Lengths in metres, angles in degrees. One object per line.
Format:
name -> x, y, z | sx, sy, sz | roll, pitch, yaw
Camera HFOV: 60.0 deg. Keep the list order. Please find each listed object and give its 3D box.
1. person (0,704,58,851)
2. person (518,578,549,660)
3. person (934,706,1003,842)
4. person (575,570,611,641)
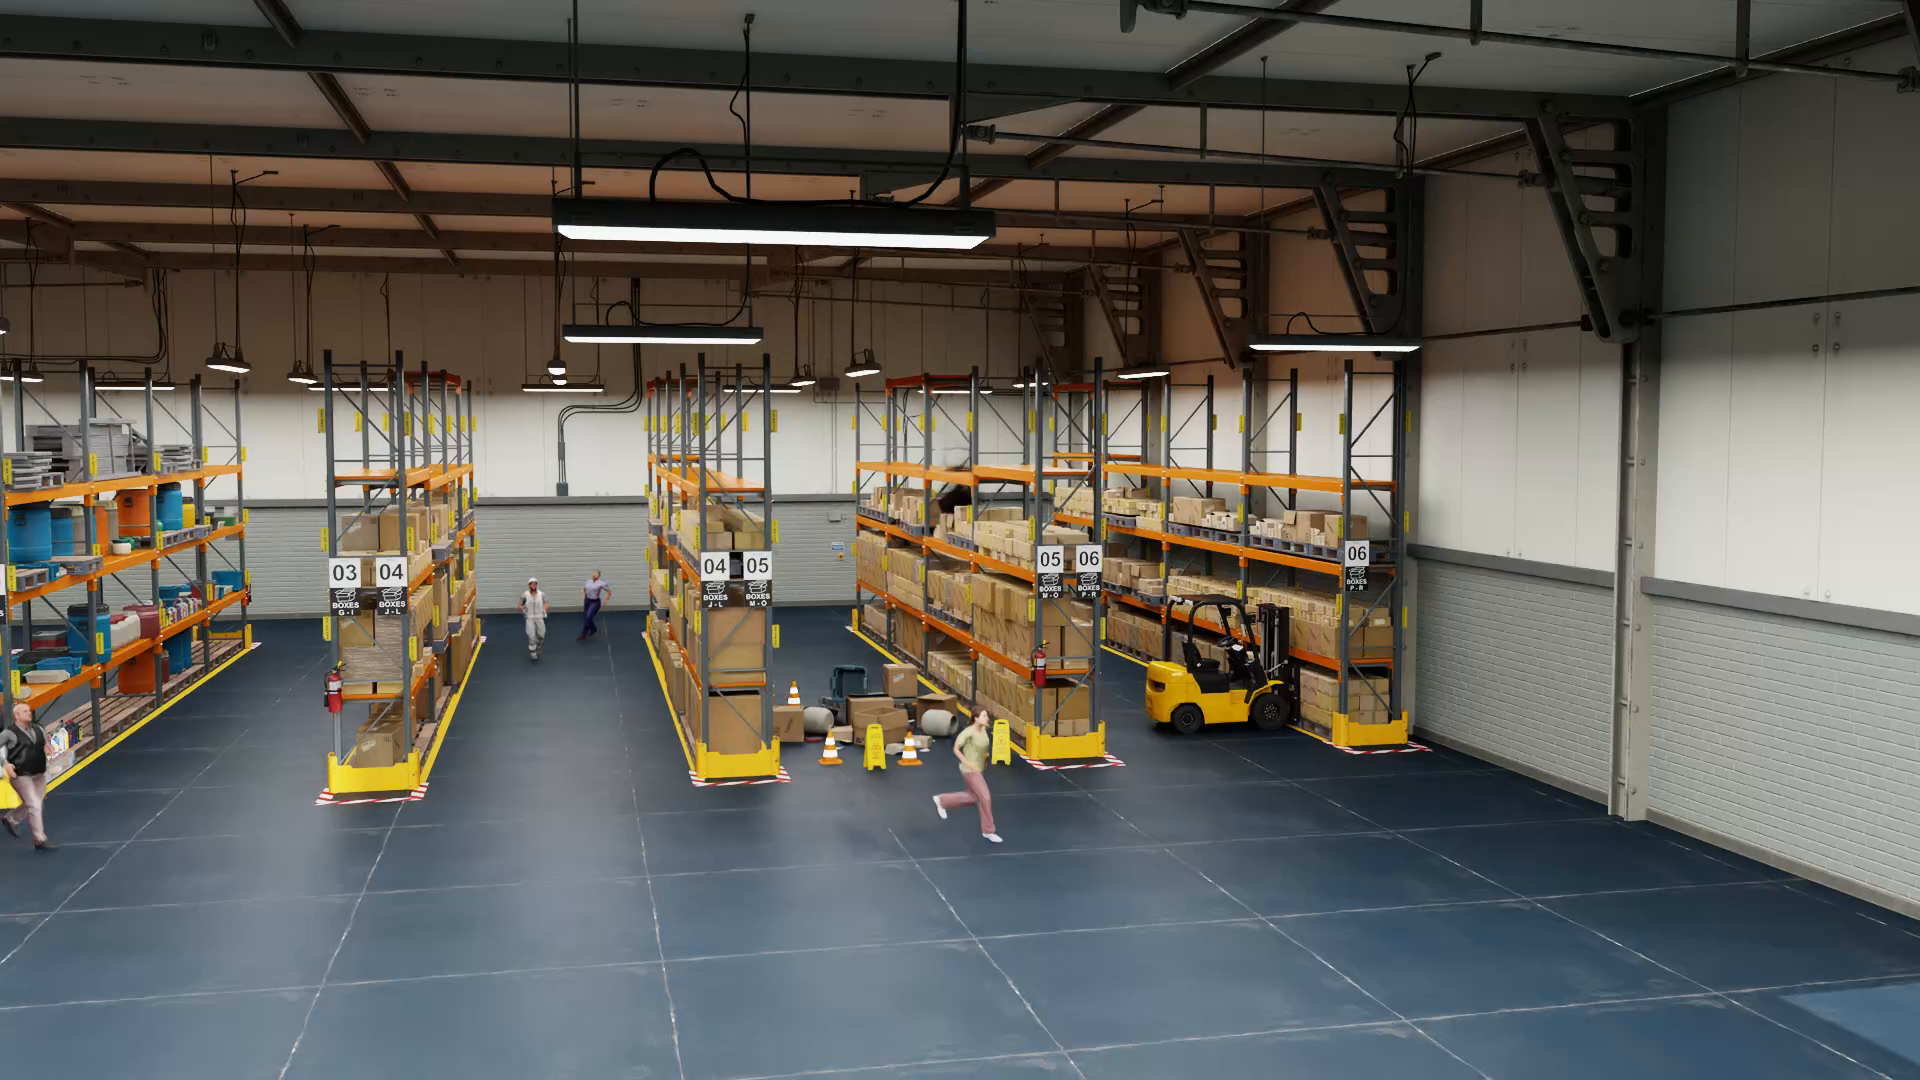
person -> -11.003, 2.775, 19.586 | 0.940, 1.699, 0.665 | 1, 4, 18
person -> -9.030, 1.674, 35.284 | 0.649, 1.740, 0.603 | -1, 4, -21
person -> 0.089, 2.809, 20.121 | 0.933, 1.658, 0.585 | 2, 4, 27
person -> -8.557, 1.501, 38.581 | 0.646, 1.595, 0.905 | 2, 4, 27
